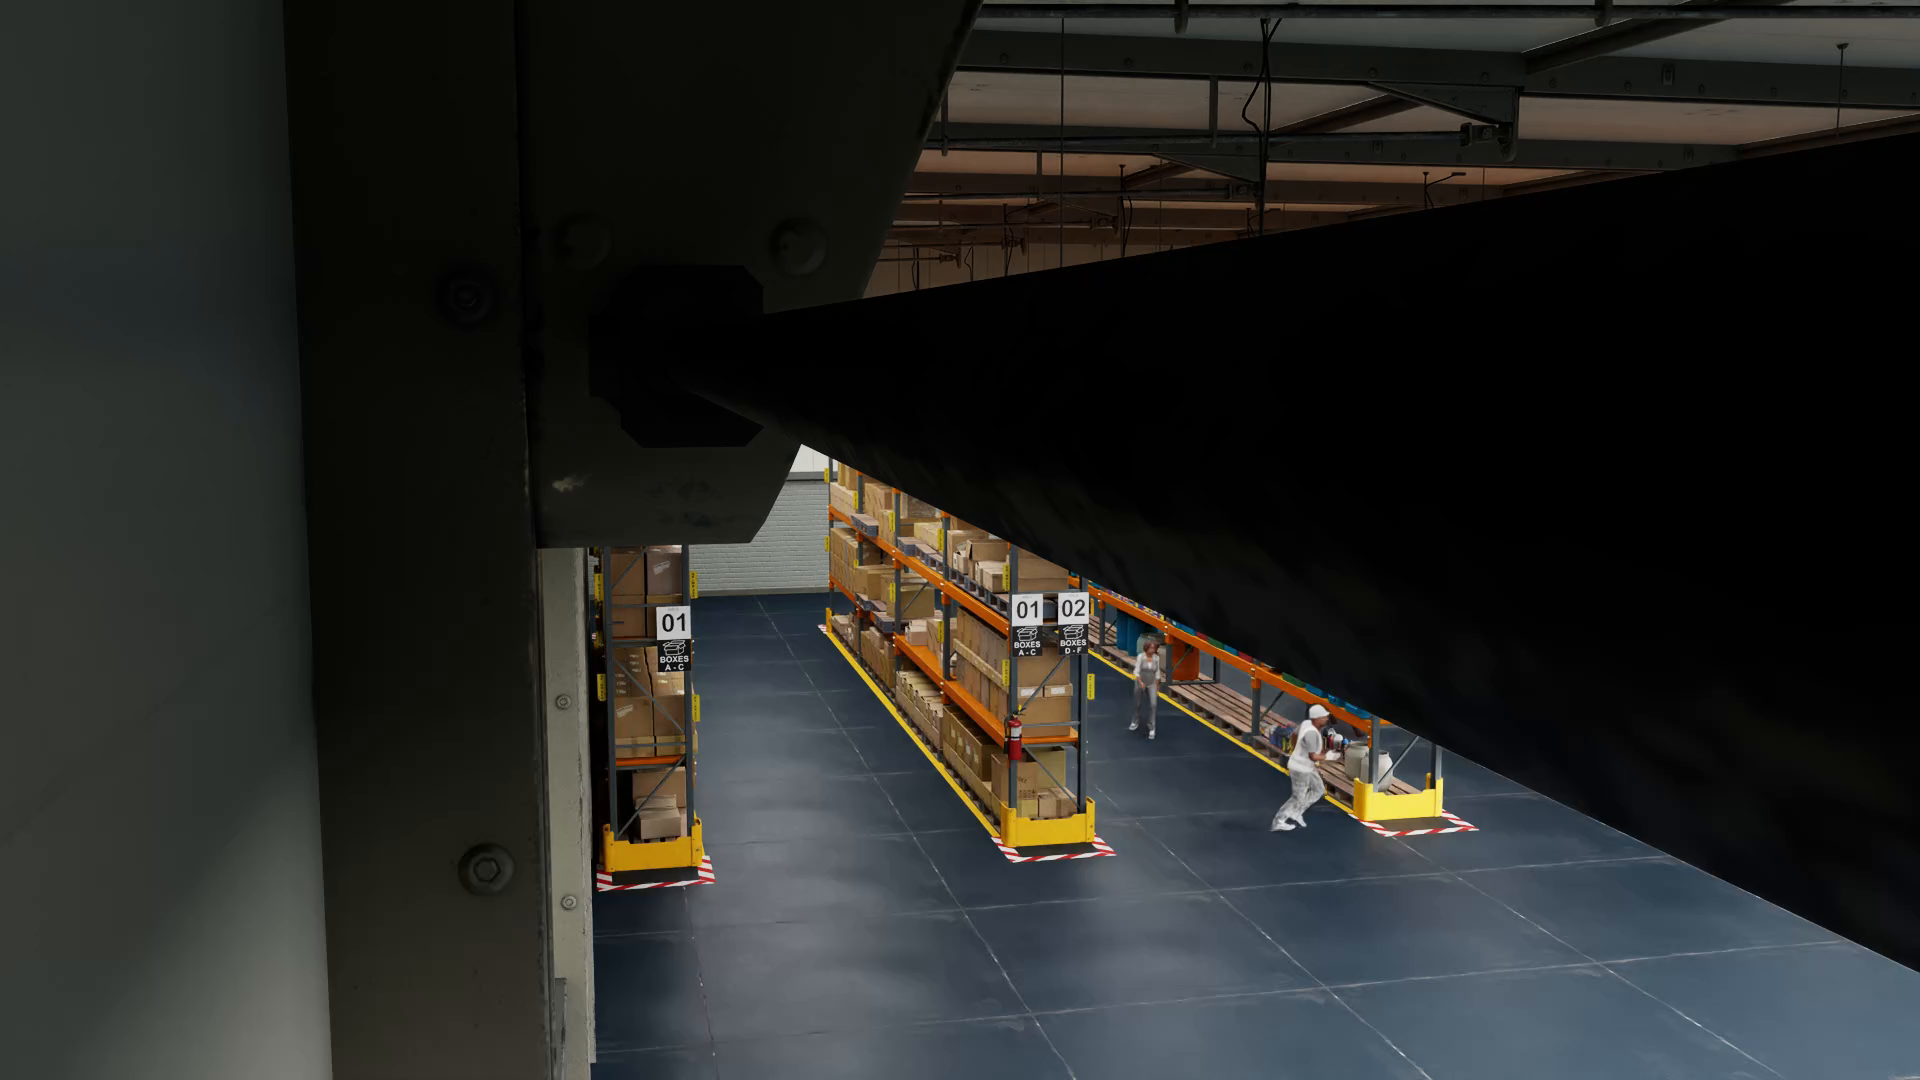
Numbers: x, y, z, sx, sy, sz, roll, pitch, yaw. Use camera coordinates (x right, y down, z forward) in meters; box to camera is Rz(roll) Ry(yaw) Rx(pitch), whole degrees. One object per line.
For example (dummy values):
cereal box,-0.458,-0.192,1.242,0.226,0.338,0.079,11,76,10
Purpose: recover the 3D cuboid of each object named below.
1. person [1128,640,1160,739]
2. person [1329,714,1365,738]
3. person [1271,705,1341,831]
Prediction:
person,2.983,2.360,26.734,0.492,1.534,0.844,0,7,0
person,6.364,2.392,27.069,0.602,1.501,1.024,-3,7,-21
person,4.469,2.936,21.446,0.853,1.675,0.633,2,7,15
